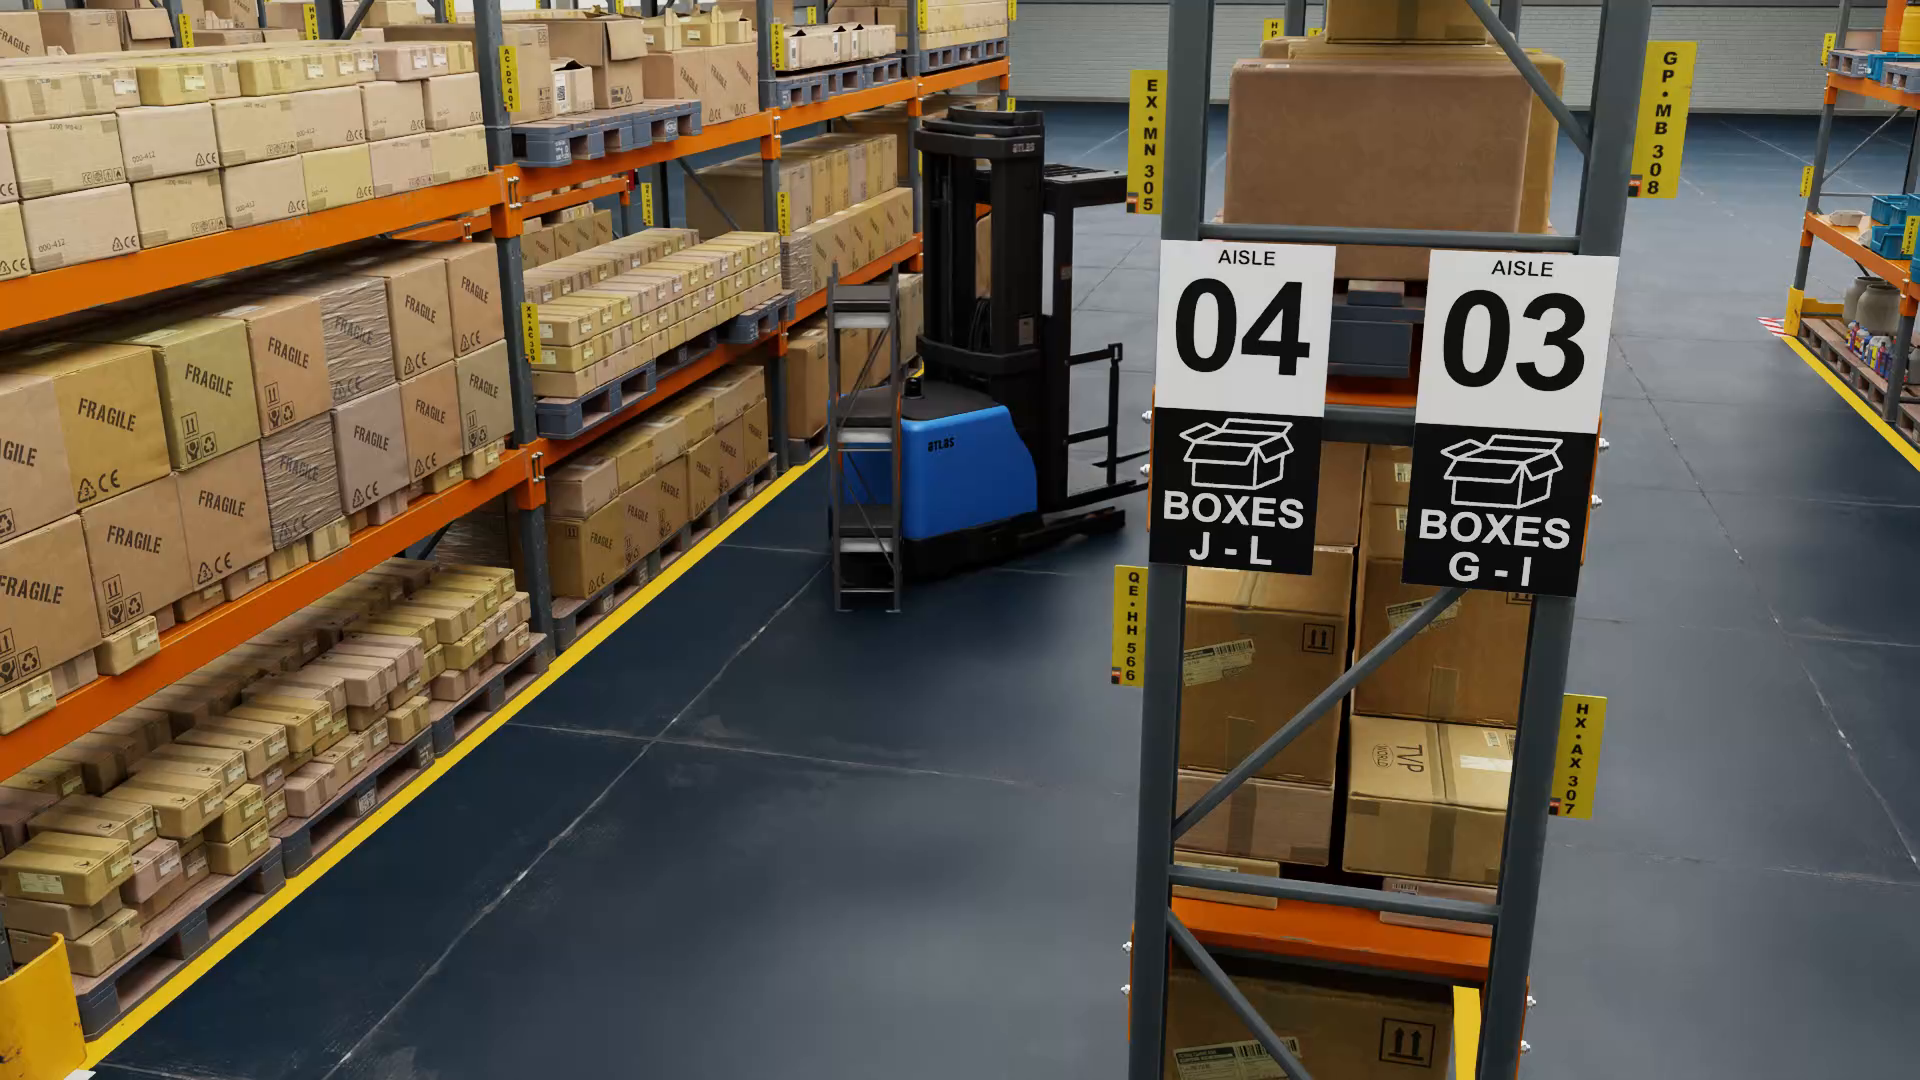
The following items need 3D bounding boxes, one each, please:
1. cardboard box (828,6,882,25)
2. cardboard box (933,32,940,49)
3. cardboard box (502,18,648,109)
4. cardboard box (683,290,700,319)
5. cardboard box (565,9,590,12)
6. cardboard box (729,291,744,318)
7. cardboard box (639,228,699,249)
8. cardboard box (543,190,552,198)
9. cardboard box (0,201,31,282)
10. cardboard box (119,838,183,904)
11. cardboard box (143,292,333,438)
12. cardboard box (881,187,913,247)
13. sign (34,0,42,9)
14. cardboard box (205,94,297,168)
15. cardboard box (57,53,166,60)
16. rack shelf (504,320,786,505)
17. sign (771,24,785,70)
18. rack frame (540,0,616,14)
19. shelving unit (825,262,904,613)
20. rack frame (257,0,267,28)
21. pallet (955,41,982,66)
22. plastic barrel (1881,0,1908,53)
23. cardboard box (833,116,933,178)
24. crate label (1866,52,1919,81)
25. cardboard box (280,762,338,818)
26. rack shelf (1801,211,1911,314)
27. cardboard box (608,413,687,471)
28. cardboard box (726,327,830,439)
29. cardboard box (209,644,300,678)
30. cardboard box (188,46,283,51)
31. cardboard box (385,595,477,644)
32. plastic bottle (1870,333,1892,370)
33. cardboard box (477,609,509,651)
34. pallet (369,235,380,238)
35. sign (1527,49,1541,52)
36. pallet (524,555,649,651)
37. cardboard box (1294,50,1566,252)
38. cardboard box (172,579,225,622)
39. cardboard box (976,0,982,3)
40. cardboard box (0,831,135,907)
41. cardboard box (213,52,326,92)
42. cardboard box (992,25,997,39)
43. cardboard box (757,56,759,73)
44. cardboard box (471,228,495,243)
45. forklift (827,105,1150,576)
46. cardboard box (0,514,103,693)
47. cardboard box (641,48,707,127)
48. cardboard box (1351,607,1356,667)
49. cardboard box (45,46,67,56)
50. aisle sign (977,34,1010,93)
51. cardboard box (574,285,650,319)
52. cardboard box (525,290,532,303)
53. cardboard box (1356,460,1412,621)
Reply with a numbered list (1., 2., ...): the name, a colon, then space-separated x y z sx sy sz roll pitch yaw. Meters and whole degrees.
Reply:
1. cardboard box: -1.019 -5.165 16.497 0.500 0.250 0.500 4 19 13
2. cardboard box: -0.410 -4.971 16.544 0.380 0.149 0.250 5 19 14
3. cardboard box: -2.340 -2.889 10.055 0.797 0.503 0.637 4 19 13
4. cardboard box: -1.923 -1.546 10.853 0.380 0.149 0.250 4 19 12
5. cardboard box: -4.634 -6.339 20.121 0.380 0.149 0.250 5 19 14
6. cardboard box: -1.732 -1.655 11.630 0.380 0.149 0.250 4 19 13
7. cardboard box: -2.169 -2.232 12.401 0.380 0.149 0.250 5 19 13
8. cardboard box: -4.971 -4.051 19.295 0.380 0.149 0.250 5 19 13
9. cardboard box: -3.465 -0.963 5.459 0.500 0.250 0.500 5 20 15
10. cardboard box: -3.324 1.290 6.571 0.380 0.149 0.250 5 19 13
11. cardboard box: -3.068 -0.755 7.096 0.500 0.500 0.500 4 19 12
12. cardboard box: -0.759 -3.118 16.021 0.500 0.500 0.500 5 19 13
13. sign: -10.001 -5.779 18.038 0.100 0.325 0.005 5 19 13
14. cardboard box: -3.079 -1.676 6.773 0.500 0.250 0.500 4 19 11
15. cardboard box: -3.570 -1.959 6.982 0.380 0.149 0.250 4 19 12
16. rack shelf: -2.356 -1.035 11.189 1.077 0.370 4.000 5 19 13
17. sign: -1.342 -3.622 12.212 0.100 0.325 0.005 5 19 13
18. rack frame: -4.738 -7.708 20.331 1.000 3.000 0.127 5 19 13
19. shelving unit: -0.578 -0.623 10.262 0.431 2.100 0.503 0 19 0
20. rack frame: -9.552 -8.098 21.475 1.000 3.000 0.127 5 19 13
21. pallet: -0.380 -5.270 17.972 1.003 0.211 1.213 5 19 13
22. plastic barrel: 9.679 -5.354 16.767 0.600 0.830 0.708 5 19 13
23. cardboard box: -0.767 -3.950 16.710 0.875 0.550 0.550 5 19 13
24. crate label: 8.897 -4.483 15.762 0.502 0.251 0.408 5 19 13
25. cardboard box: -3.061 1.120 7.529 0.380 0.149 0.250 4 19 11
26. rack shelf: 9.186 -2.727 16.145 1.077 0.370 4.000 5 19 13
27. cardboard box: -2.152 -0.656 11.025 0.500 0.250 0.500 5 20 15
28. cardboard box: -1.632 -1.320 13.741 1.050 0.750 0.750 4 19 13
29. cardboard box: -3.438 0.626 8.055 0.380 0.149 0.250 4 19 11
30. cardboard box: -3.364 -2.206 7.707 0.380 0.149 0.250 4 19 12
31. cardboard box: -2.757 0.415 8.674 0.380 0.149 0.250 4 19 13
32. plastic bottle: 8.701 -1.782 15.681 0.144 0.351 0.185 5 19 13
33. cardboard box: -2.668 0.471 8.968 0.380 0.149 0.250 4 19 11
34. pallet: -6.248 -2.894 15.816 1.003 0.211 1.213 5 19 13
35. sign: 2.479 -1.983 7.289 0.100 0.325 0.005 5 19 13
36. pallet: -2.656 0.327 10.403 1.003 0.211 1.213 5 19 13
37. cardboard box: 1.292 -1.118 4.720 0.700 0.500 0.500 4 19 11
38. cardboard box: -3.265 0.211 6.819 0.380 0.149 0.250 4 19 13
39. cardboard box: 0.023 -5.902 18.037 0.380 0.149 0.250 4 19 13
40. cardboard box: -3.365 1.237 6.266 0.380 0.149 0.250 4 19 11
41. cardboard box: -2.947 -1.995 7.088 0.380 0.149 0.250 5 19 13
42. cardboard box: 0.210 -5.766 18.870 0.380 0.149 0.250 5 19 14
43. cardboard box: -1.631 -3.641 12.649 0.380 0.149 0.250 4 19 11
44. cardboard box: -5.220 -3.372 18.360 0.380 0.149 0.250 5 19 14
45. forklift: 0.552 -1.520 11.604 3.031 2.935 1.130 -15 24 -37
46. cardboard box: -3.445 0.199 5.850 0.500 0.500 0.500 6 20 16
47. cardboard box: -1.996 -2.955 10.904 0.500 0.500 0.500 5 19 13
48. cardboard box: 1.589 0.409 5.620 0.500 0.250 0.500 4 19 12
49. cardboard box: -6.689 -3.456 12.084 0.396 0.266 0.258 4 19 12
50. aisle sign: 0.395 -5.738 19.824 0.394 0.787 0.004 5 19 13
51. cardboard box: -2.112 -1.443 10.089 0.380 0.149 0.250 4 19 13
52. cardboard box: -2.806 -1.416 10.011 0.380 0.149 0.250 4 19 12
53. cardboard box: 1.585 0.056 5.496 0.500 0.500 0.500 4 19 12
